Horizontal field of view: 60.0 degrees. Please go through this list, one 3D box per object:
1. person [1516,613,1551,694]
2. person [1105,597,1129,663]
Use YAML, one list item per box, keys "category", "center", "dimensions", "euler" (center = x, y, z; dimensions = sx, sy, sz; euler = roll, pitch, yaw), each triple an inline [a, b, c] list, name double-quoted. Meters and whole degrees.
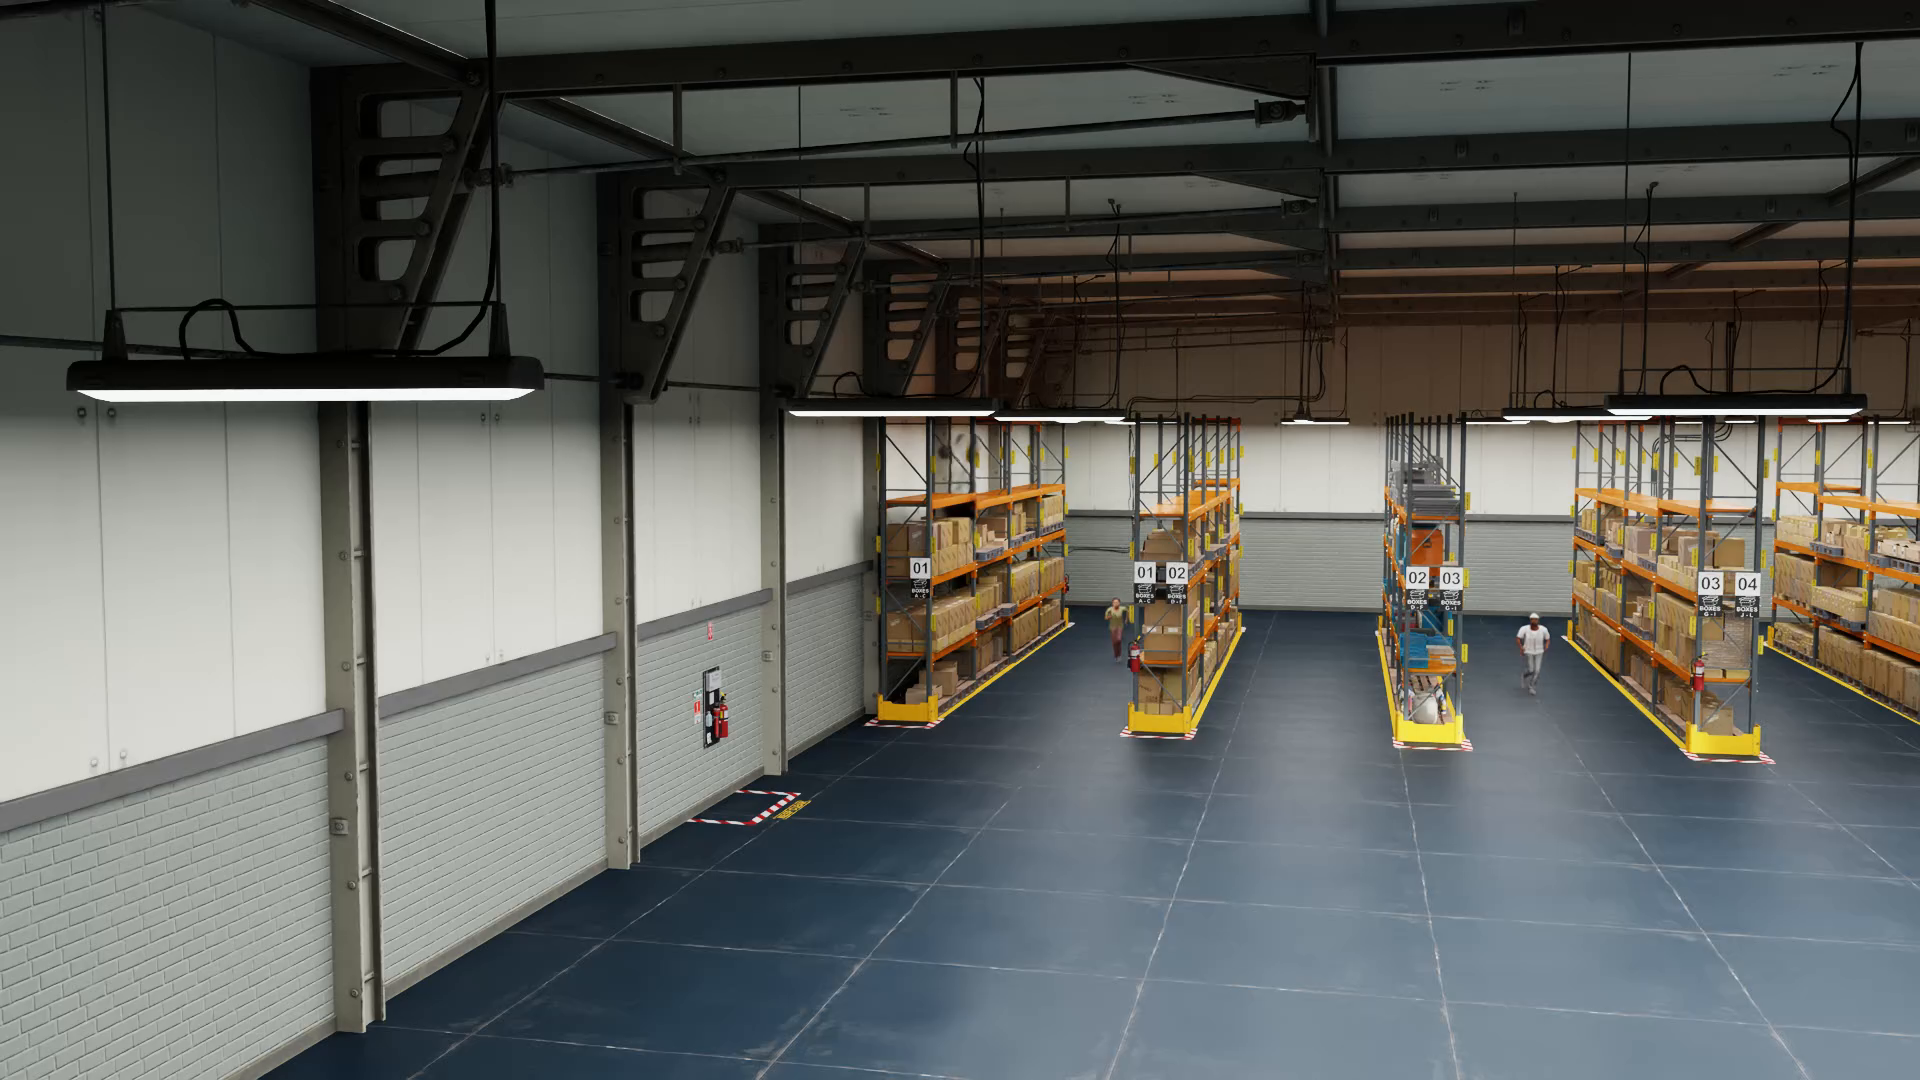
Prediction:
- category: "person"
  center: [12.369, 2.440, 35.820]
  dimensions: [0.686, 1.731, 0.617]
  euler: [1, 4, 7]
- category: "person"
  center: [3.804, 2.168, 40.300]
  dimensions: [0.561, 1.587, 0.842]
  euler: [1, 4, 14]
